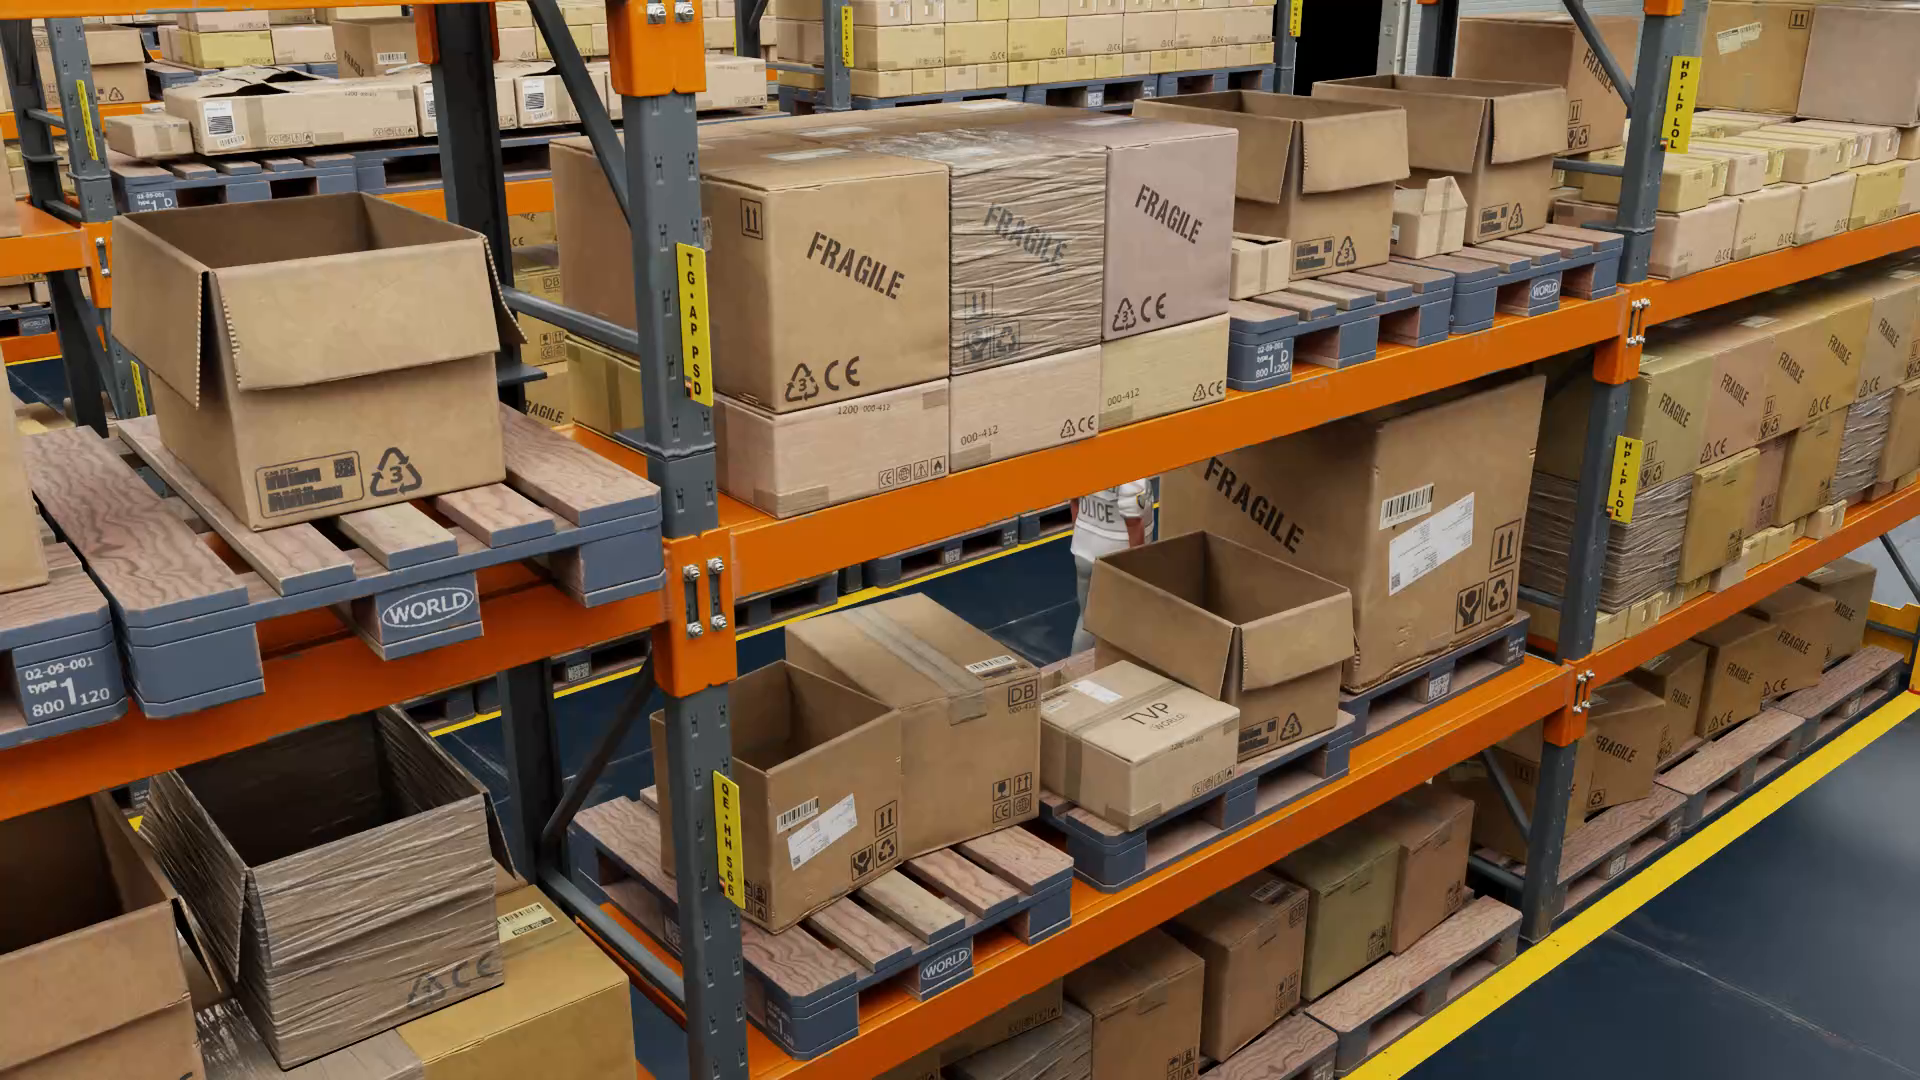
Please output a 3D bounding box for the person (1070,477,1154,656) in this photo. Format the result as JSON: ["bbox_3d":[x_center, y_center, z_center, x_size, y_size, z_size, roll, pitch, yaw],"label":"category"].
[{"bbox_3d":[0.805,0.083,8.848,0.393,1.759,0.527,-16,26,-36],"label":"person"}]
